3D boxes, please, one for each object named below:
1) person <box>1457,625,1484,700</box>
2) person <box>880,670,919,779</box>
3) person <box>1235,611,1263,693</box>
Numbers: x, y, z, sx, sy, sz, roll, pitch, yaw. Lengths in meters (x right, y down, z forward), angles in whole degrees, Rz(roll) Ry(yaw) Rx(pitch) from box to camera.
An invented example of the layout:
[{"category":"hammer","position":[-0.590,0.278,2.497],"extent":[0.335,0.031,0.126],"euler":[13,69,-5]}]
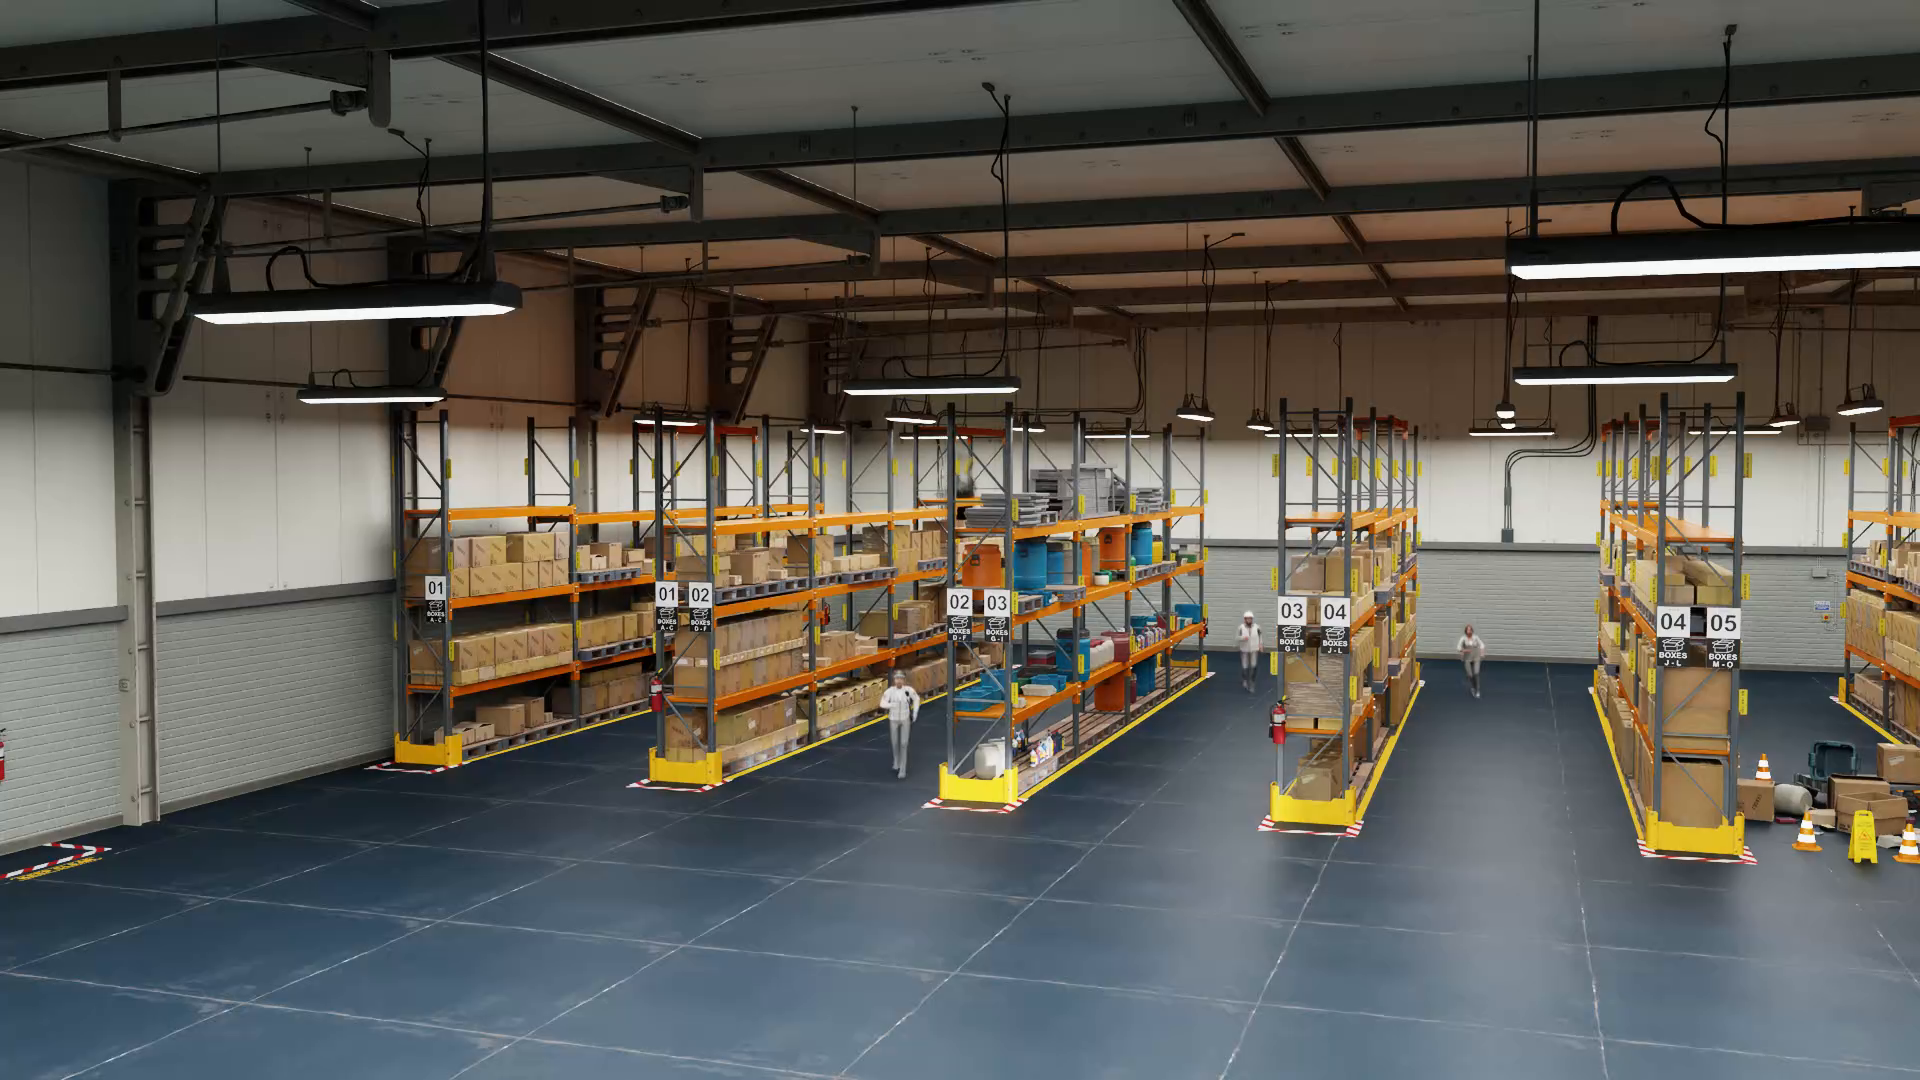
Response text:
[{"category":"person","position":[11.182,2.663,36.455],"extent":[0.578,1.609,0.823],"euler":[1,3,12]},{"category":"person","position":[-0.991,2.970,27.186],"extent":[0.629,1.722,0.866],"euler":[0,2,1]},{"category":"person","position":[6.491,2.516,37.364],"extent":[0.621,1.833,0.848],"euler":[0,2,9]}]
